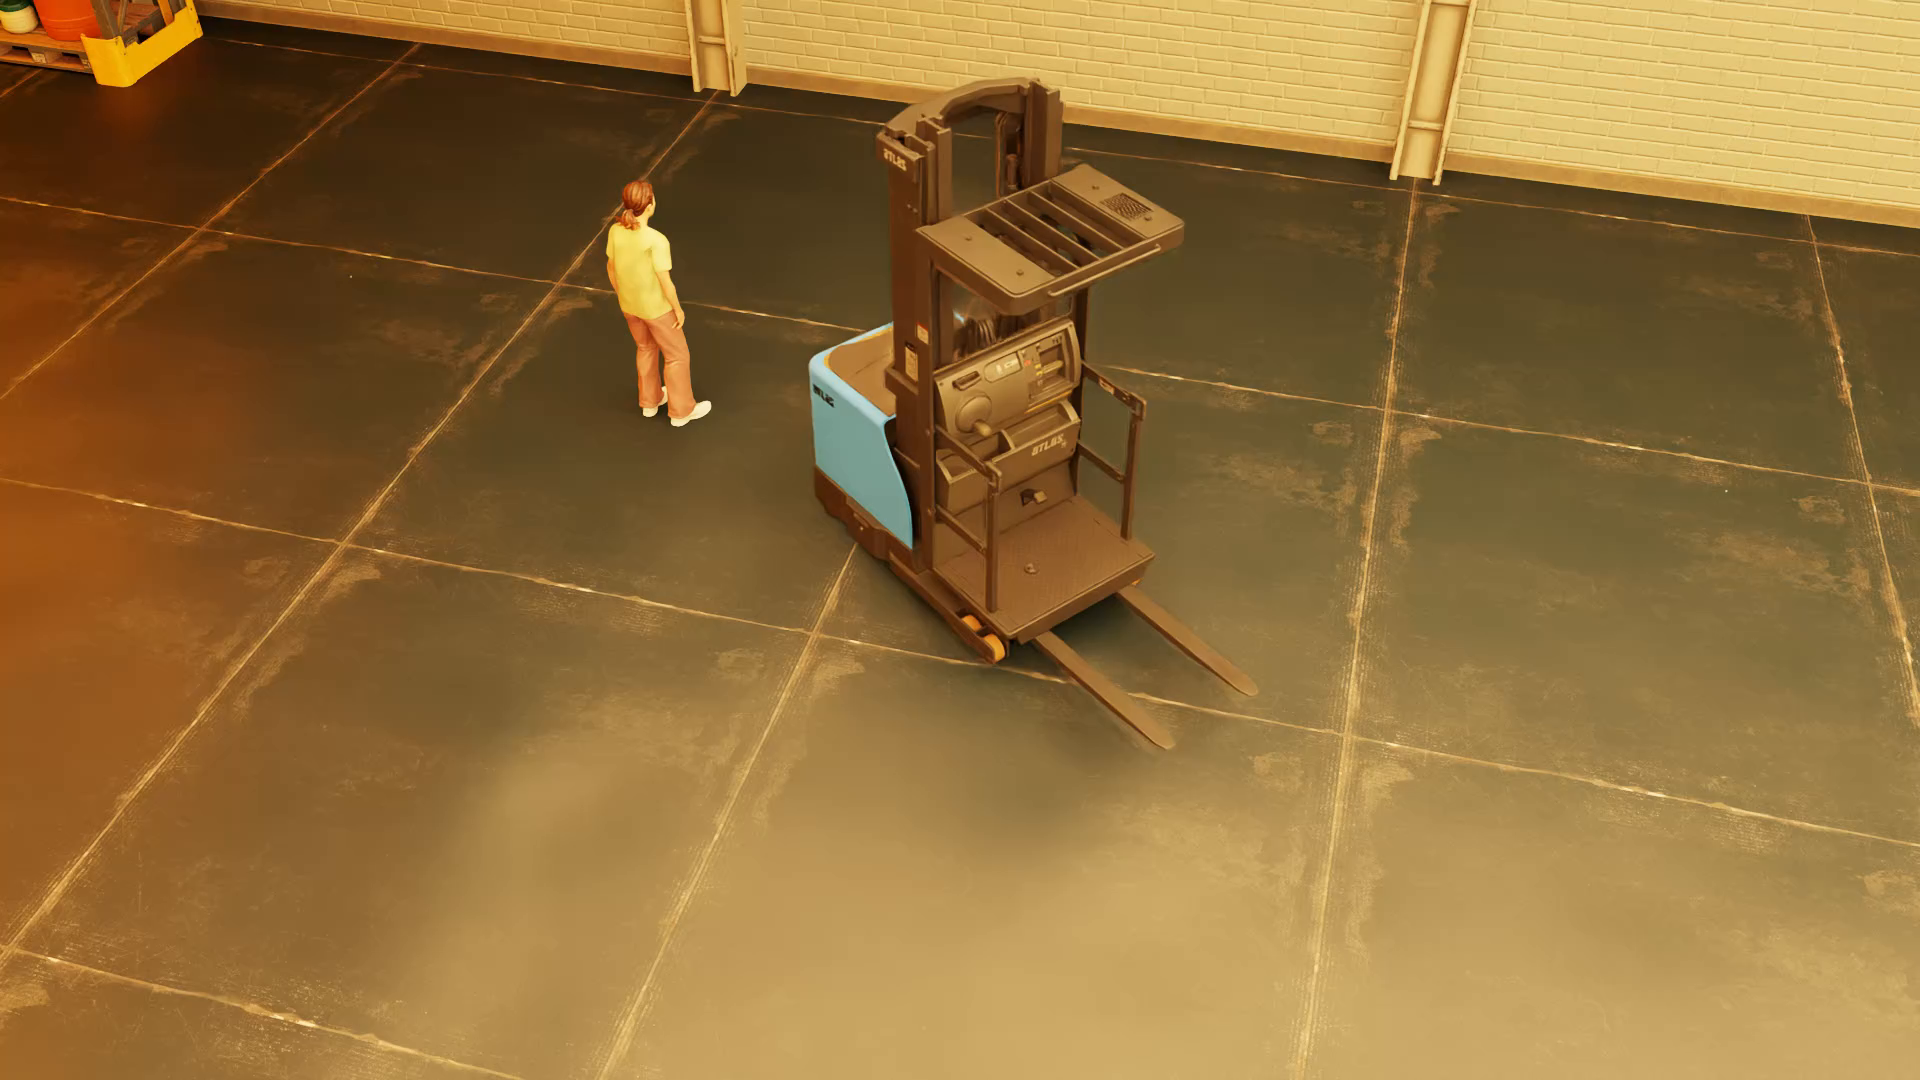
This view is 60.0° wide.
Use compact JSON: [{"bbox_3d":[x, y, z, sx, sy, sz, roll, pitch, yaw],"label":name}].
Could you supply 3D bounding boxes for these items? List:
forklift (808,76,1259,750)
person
[{"bbox_3d":[0.398,-0.784,8.756,1.130,2.935,3.031,-27,48,-27],"label":"forklift"},{"bbox_3d":[-1.948,-1.486,10.513,0.512,1.671,0.359,20,45,22],"label":"person"}]
